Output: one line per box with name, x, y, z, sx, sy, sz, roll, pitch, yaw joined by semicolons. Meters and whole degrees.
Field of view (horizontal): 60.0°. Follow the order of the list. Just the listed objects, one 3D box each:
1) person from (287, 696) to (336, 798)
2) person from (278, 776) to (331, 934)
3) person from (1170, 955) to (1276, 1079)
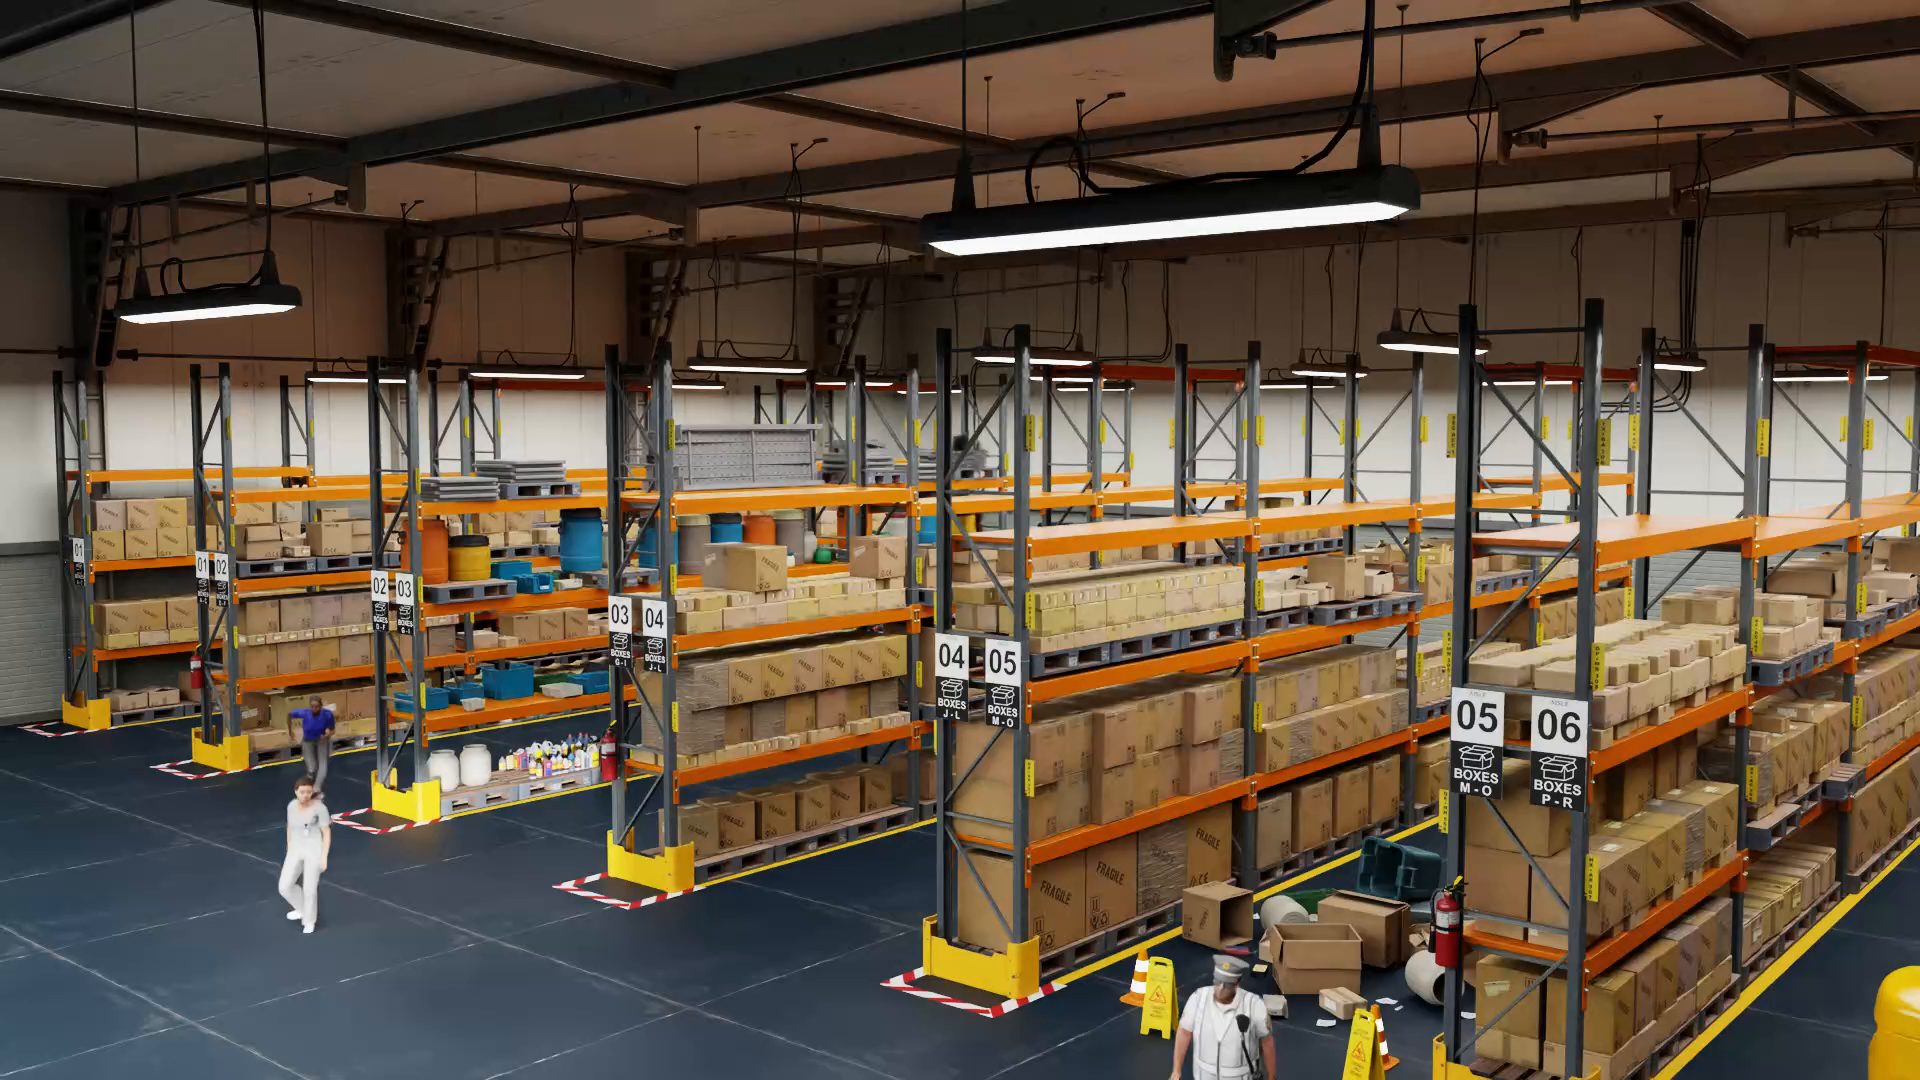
person;-8.753;2.806;22.458;0.603;1.476;0.858;-2;5;-24
person;-6.577;3.147;16.730;0.615;1.632;0.525;0;4;6
person;1.714;3.493;10.758;0.670;1.716;0.914;2;4;23
